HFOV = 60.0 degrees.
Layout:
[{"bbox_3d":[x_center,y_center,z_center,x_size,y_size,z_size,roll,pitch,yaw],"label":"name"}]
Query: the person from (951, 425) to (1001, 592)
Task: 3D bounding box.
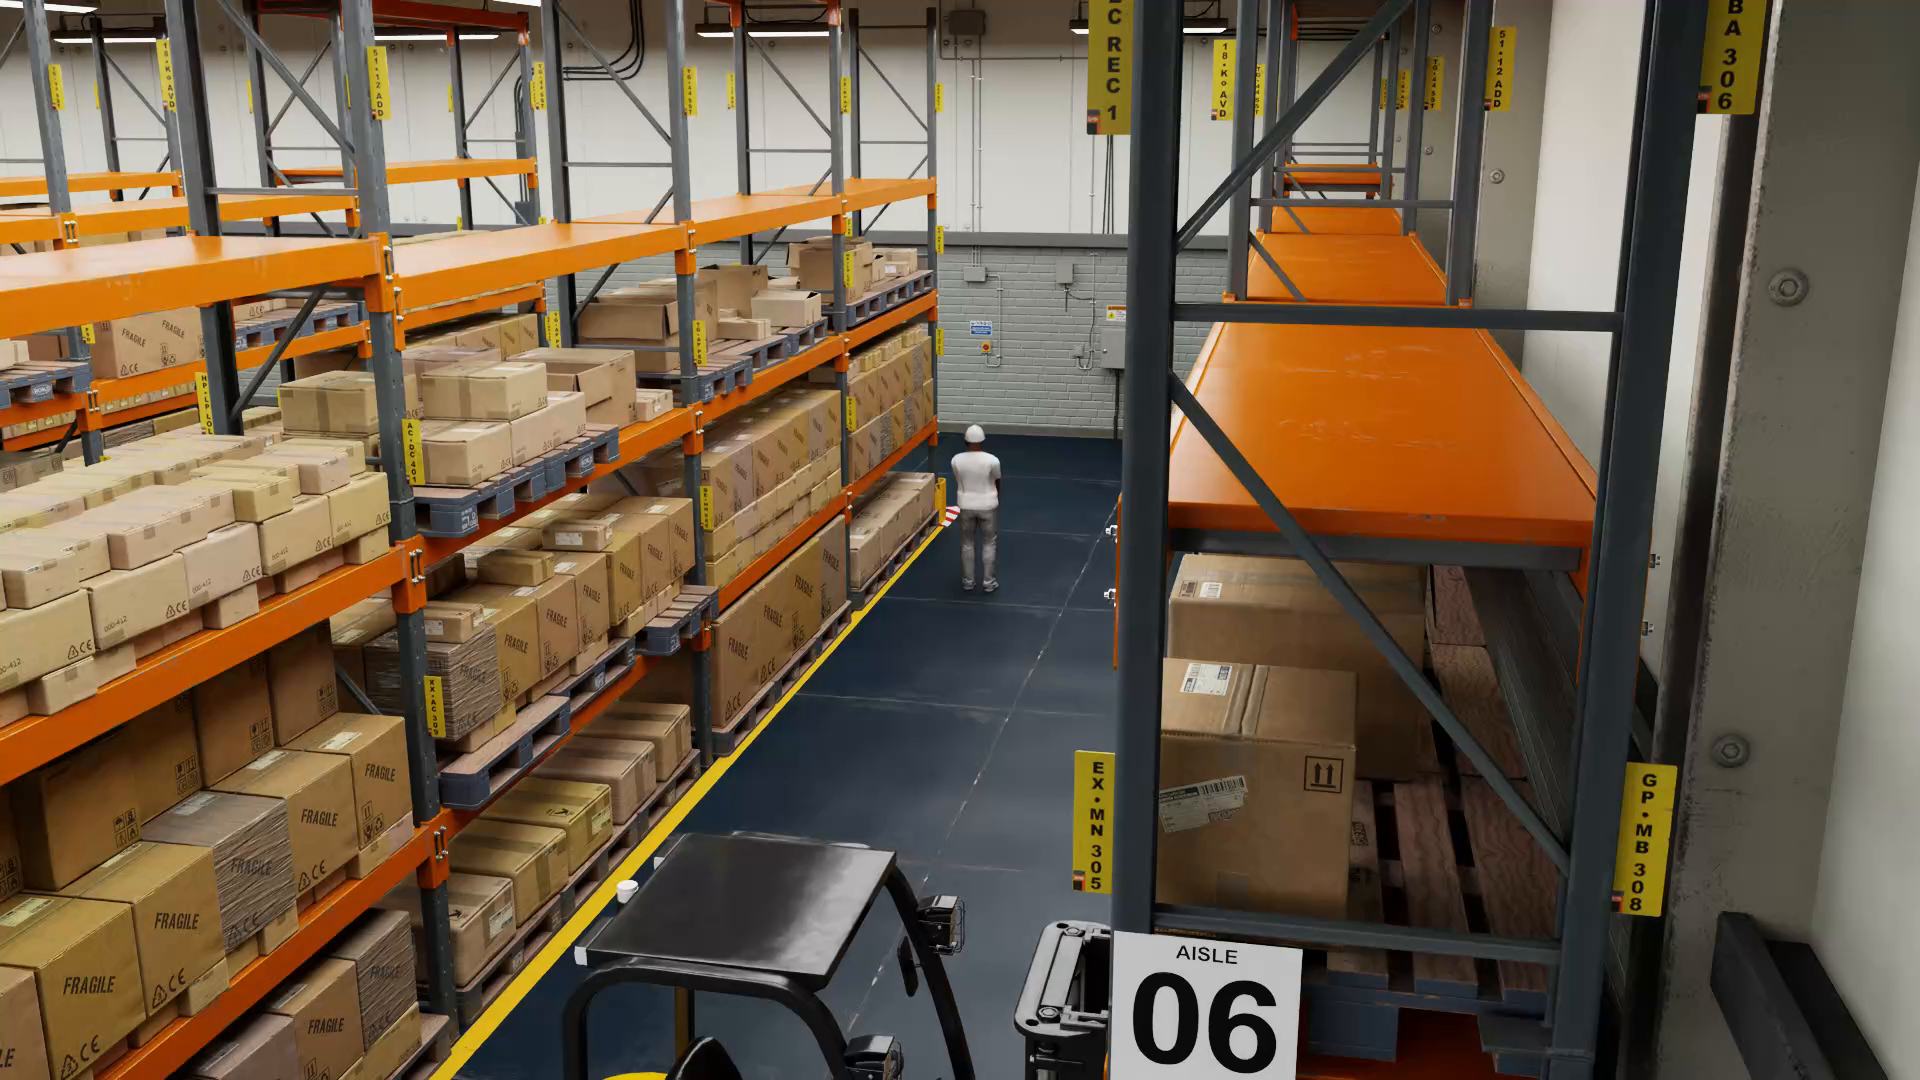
[{"bbox_3d":[0.187,-0.357,17.347,0.504,1.760,0.575,3,15,11],"label":"person"}]
